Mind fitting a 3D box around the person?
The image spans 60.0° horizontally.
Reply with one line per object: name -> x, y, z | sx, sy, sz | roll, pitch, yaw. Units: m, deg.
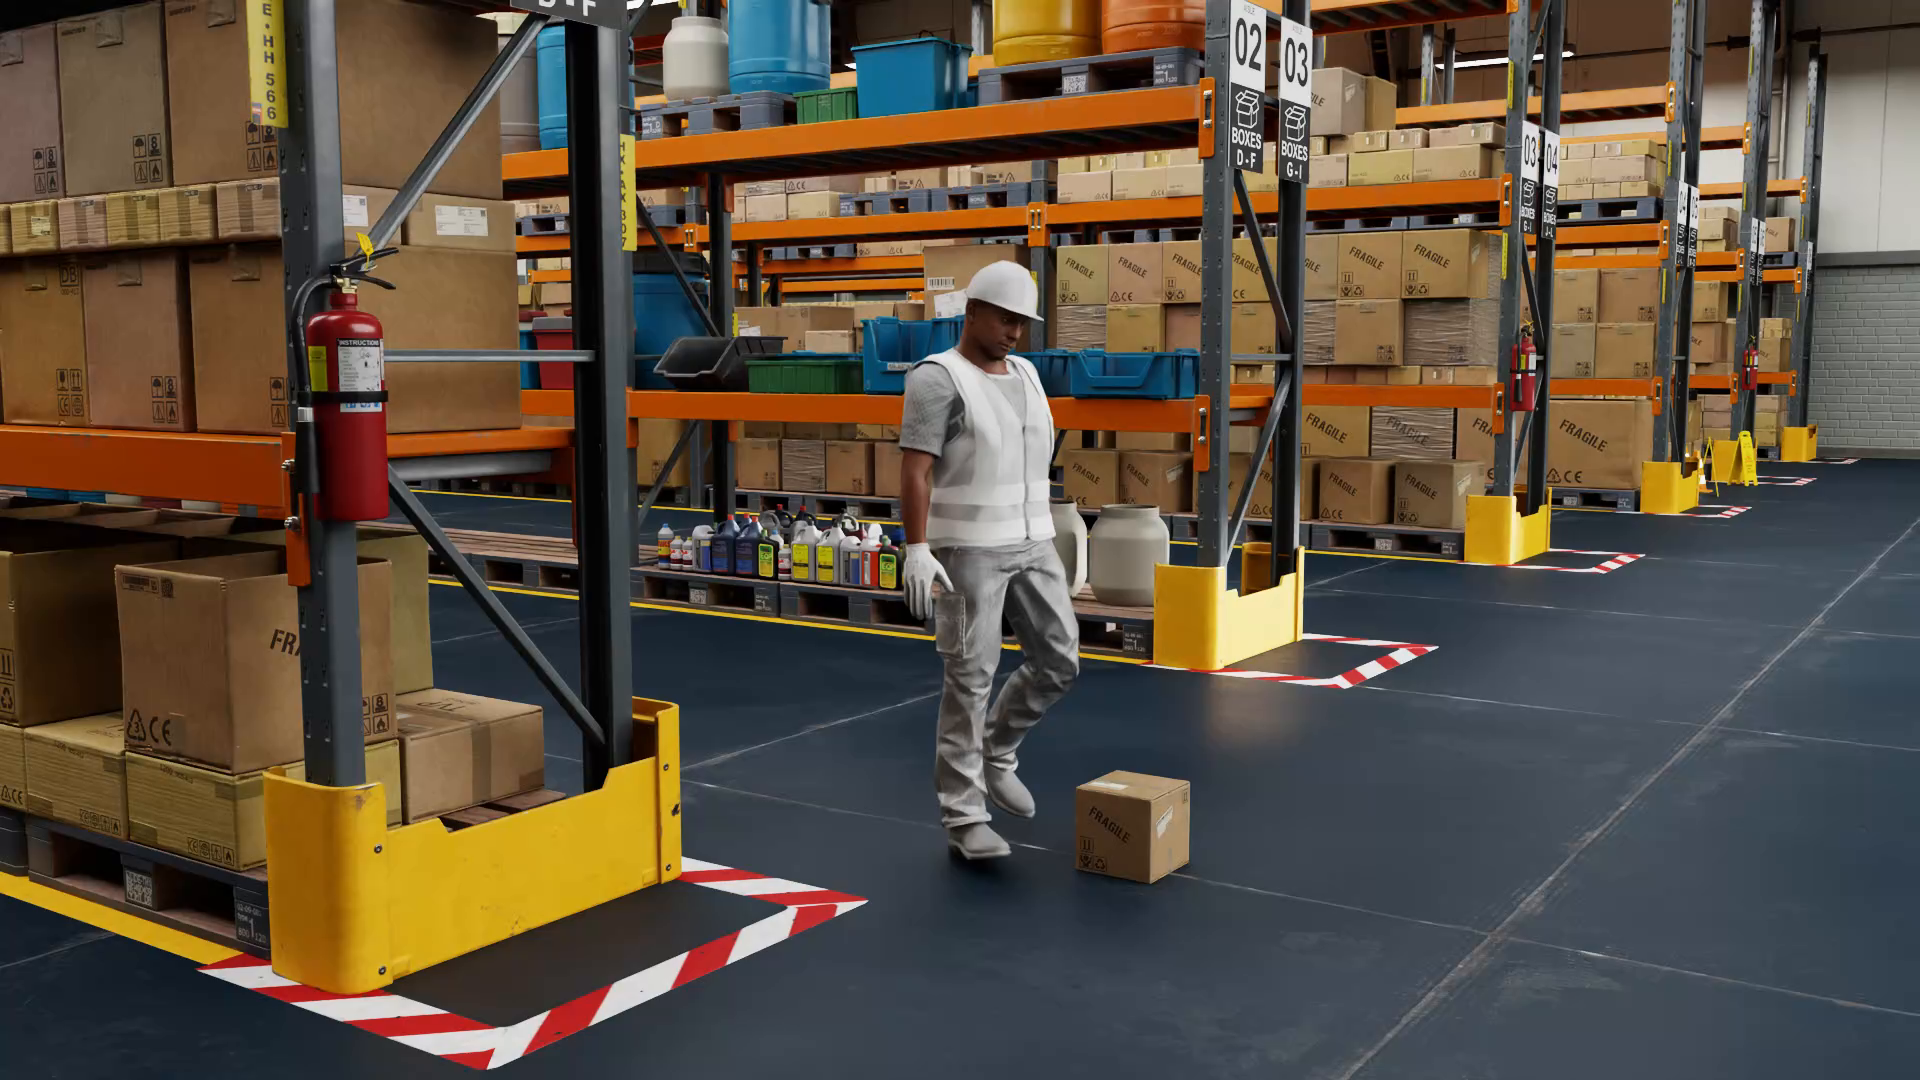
person -> 0.094, 0.044, 5.090 | 0.675, 1.781, 0.540 | -6, 9, -44
